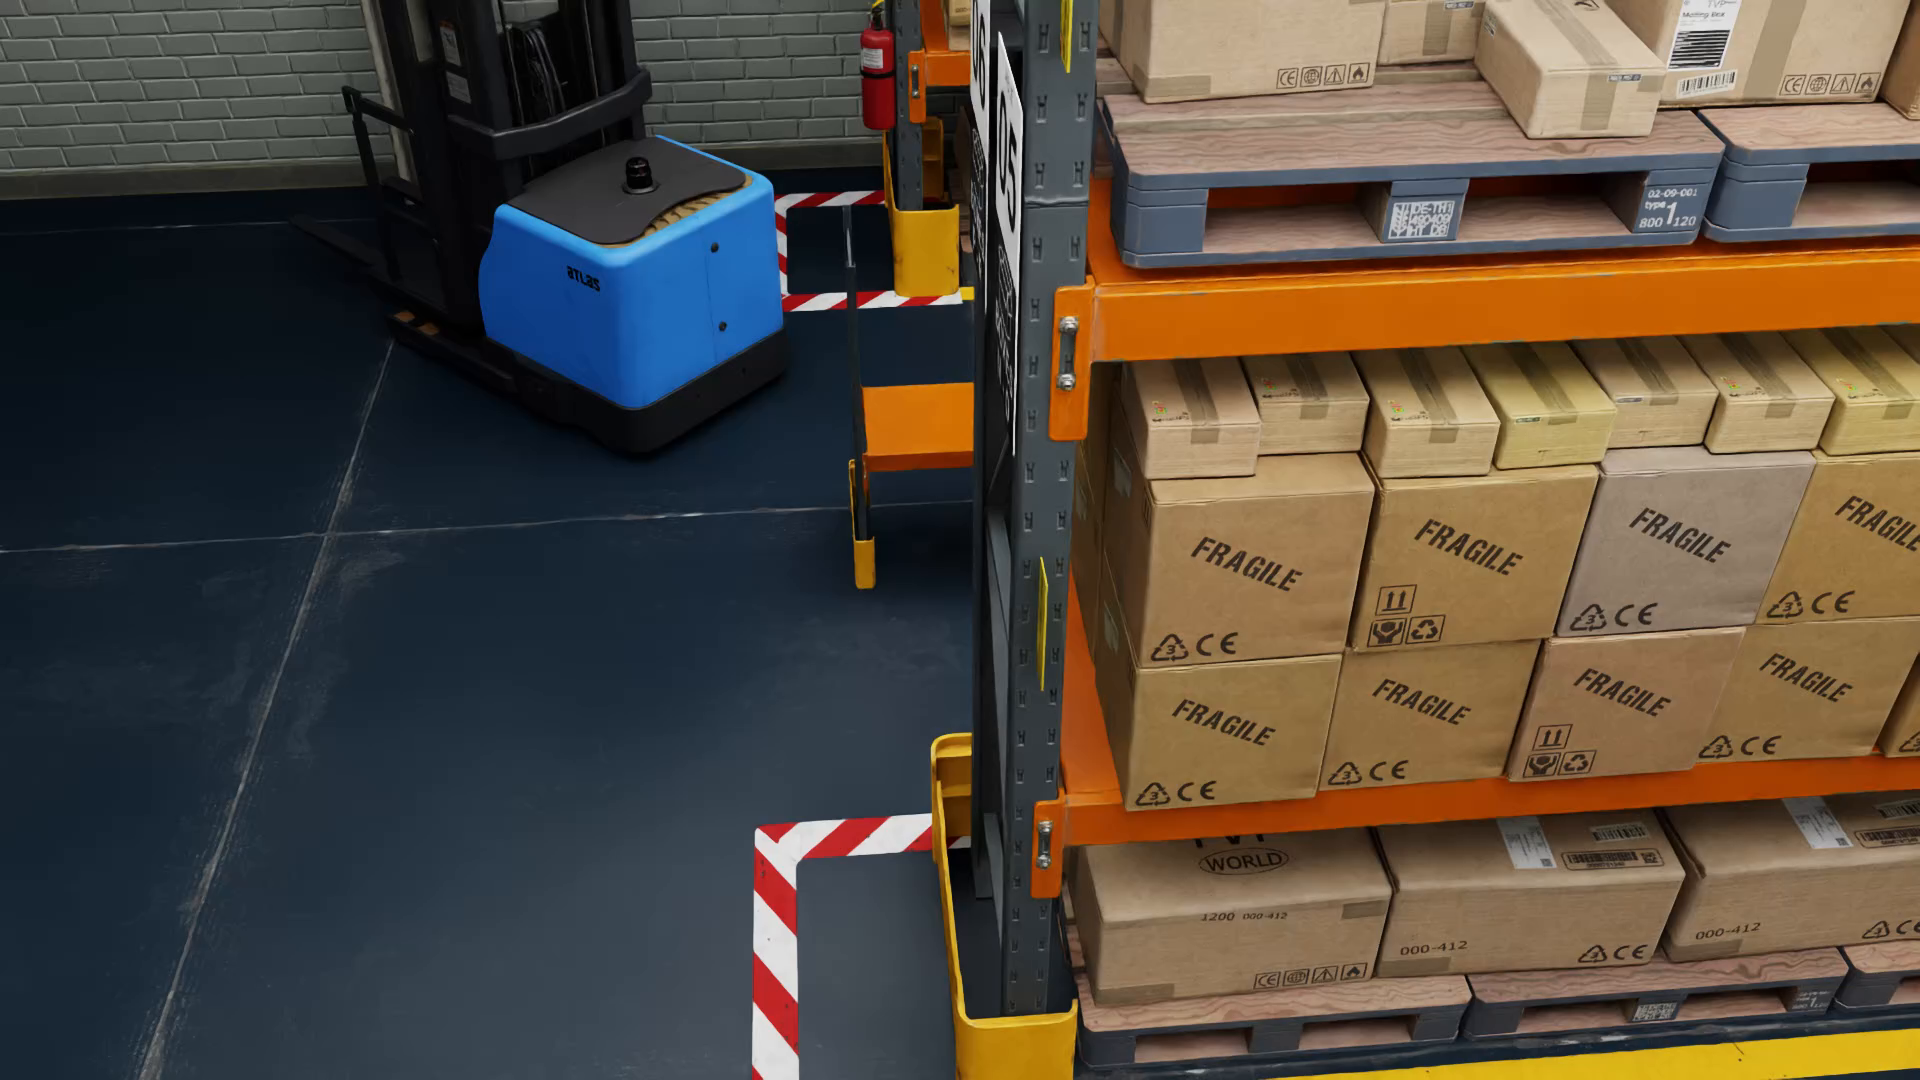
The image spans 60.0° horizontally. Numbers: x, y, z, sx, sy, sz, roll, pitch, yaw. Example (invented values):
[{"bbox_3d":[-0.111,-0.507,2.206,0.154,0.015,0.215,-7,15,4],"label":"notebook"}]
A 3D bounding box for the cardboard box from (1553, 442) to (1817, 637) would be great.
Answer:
[{"bbox_3d":[1.674,-0.124,4.097,0.500,0.500,0.500,-3,38,-4],"label":"cardboard box"}]

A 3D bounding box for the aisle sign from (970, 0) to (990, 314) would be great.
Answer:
[{"bbox_3d":[0.045,-0.984,3.976,0.004,0.787,0.394,-3,38,-4],"label":"aisle sign"}]

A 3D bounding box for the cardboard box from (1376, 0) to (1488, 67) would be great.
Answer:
[{"bbox_3d":[0.995,-1.211,3.725,0.250,0.149,0.380,-6,39,-7],"label":"cardboard box"}]

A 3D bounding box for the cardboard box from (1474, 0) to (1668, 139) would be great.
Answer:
[{"bbox_3d":[1.249,-0.977,3.428,0.250,0.149,0.380,-2,38,-2],"label":"cardboard box"}]

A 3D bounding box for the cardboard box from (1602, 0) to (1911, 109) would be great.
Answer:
[{"bbox_3d":[1.640,-1.174,3.547,0.500,0.311,0.500,-2,38,-3],"label":"cardboard box"}]

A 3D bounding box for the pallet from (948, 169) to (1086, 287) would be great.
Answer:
[{"bbox_3d":[0.571,-1.792,9.351,1.213,0.211,1.003,-3,38,-4],"label":"pallet"}]

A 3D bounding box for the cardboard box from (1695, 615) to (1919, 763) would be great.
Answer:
[{"bbox_3d":[2.155,0.236,4.448,0.500,0.500,0.500,-2,38,-2],"label":"cardboard box"}]

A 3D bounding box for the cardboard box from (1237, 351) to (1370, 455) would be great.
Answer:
[{"bbox_3d":[0.777,-0.369,3.885,0.250,0.149,0.380,-2,38,-3],"label":"cardboard box"}]

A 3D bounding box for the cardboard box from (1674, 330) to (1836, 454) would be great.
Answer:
[{"bbox_3d":[1.816,-0.373,3.889,0.250,0.149,0.380,-3,38,-4],"label":"cardboard box"}]

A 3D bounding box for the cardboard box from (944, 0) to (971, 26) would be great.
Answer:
[{"bbox_3d":[0.177,-2.755,8.201,0.500,0.250,0.500,-3,38,-4],"label":"cardboard box"}]

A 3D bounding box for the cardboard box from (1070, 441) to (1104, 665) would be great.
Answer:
[{"bbox_3d":[0.601,-0.005,4.754,0.500,0.500,0.500,-3,38,-4],"label":"cardboard box"}]

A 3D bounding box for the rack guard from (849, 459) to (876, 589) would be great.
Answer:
[{"bbox_3d":[-0.420,-0.075,7.143,0.087,0.250,0.587,-3,38,-4],"label":"rack guard"}]

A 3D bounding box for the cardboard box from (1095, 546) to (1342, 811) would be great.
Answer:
[{"bbox_3d":[0.648,0.336,4.322,0.500,0.500,0.500,-3,38,-4],"label":"cardboard box"}]

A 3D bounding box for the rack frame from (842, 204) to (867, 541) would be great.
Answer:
[{"bbox_3d":[-0.421,-0.566,6.756,0.032,1.500,0.500,-3,38,-4],"label":"rack frame"}]

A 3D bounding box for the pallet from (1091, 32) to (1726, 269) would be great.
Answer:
[{"bbox_3d":[0.882,-0.966,3.702,1.213,0.211,1.003,-3,38,-4],"label":"pallet"}]

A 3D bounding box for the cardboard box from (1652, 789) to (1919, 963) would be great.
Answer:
[{"bbox_3d":[2.602,0.864,5.463,0.875,0.438,0.875,-4,38,-5],"label":"cardboard box"}]

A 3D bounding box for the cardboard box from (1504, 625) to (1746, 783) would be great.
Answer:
[{"bbox_3d":[1.658,0.274,4.400,0.500,0.500,0.500,-3,38,-4],"label":"cardboard box"}]

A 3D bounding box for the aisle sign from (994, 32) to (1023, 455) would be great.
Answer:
[{"bbox_3d":[0.098,-0.613,3.507,0.004,0.787,0.394,-3,38,-4],"label":"aisle sign"}]

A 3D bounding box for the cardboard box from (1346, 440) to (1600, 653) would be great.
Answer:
[{"bbox_3d":[1.162,-0.091,4.056,0.500,0.500,0.500,-4,38,-5],"label":"cardboard box"}]

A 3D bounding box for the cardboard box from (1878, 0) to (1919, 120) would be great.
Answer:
[{"bbox_3d":[2.166,-1.215,3.446,0.500,0.500,0.500,-3,38,-3],"label":"cardboard box"}]

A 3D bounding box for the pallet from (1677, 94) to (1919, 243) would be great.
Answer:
[{"bbox_3d":[2.100,-1.035,3.790,1.213,0.211,1.003,-3,38,-4],"label":"pallet"}]

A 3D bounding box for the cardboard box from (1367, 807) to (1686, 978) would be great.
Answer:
[{"bbox_3d":[1.704,0.912,5.402,0.875,0.438,0.875,-2,38,-3],"label":"cardboard box"}]

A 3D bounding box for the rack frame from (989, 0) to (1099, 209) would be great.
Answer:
[{"bbox_3d":[0.144,-2.131,2.686,0.127,3.000,1.000,-3,38,-4],"label":"rack frame"}]

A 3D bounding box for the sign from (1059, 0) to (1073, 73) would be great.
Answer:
[{"bbox_3d":[0.188,-0.985,2.885,0.005,0.325,0.100,-3,38,-4],"label":"sign"}]

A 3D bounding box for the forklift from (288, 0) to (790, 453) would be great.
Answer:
[{"bbox_3d":[-2.305,-2.309,7.810,3.031,2.935,1.130,27,45,30],"label":"forklift"}]

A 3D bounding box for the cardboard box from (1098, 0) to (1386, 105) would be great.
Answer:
[{"bbox_3d":[0.585,-1.179,3.602,0.500,0.250,0.500,-6,39,-8],"label":"cardboard box"}]

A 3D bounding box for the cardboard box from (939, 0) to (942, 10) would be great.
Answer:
[{"bbox_3d":[0.007,-2.923,8.736,0.250,0.149,0.380,-4,38,-4],"label":"cardboard box"}]

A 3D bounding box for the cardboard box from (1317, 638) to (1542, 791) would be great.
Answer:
[{"bbox_3d":[1.149,0.291,4.379,0.500,0.500,0.500,-4,38,-5],"label":"cardboard box"}]

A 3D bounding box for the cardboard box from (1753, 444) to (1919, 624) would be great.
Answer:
[{"bbox_3d":[2.171,-0.152,4.133,0.500,0.500,0.500,-3,38,-4],"label":"cardboard box"}]

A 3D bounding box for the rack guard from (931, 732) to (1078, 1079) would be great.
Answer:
[{"bbox_3d":[0.120,1.207,5.317,0.348,0.500,1.175,-3,38,-4],"label":"rack guard"}]

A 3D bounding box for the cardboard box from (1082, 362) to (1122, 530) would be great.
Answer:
[{"bbox_3d":[0.604,-0.381,4.423,0.500,0.500,0.500,-2,38,-2],"label":"cardboard box"}]

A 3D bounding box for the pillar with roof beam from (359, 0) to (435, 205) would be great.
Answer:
[{"bbox_3d":[-2.683,-2.945,3.718,0.400,9.000,9.100,-3,38,-4],"label":"pillar with roof beam"}]

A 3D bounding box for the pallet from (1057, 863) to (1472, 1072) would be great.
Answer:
[{"bbox_3d":[0.934,1.227,5.525,1.213,0.211,1.003,-3,38,-4],"label":"pallet"}]

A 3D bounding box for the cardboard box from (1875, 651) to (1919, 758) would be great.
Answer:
[{"bbox_3d":[2.678,0.217,4.473,0.500,0.500,0.500,-4,38,-5],"label":"cardboard box"}]

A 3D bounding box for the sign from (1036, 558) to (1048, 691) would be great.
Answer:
[{"bbox_3d":[0.188,0.196,3.817,0.005,0.325,0.100,-3,38,-4],"label":"sign"}]

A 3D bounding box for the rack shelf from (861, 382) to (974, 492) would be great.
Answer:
[{"bbox_3d":[0.085,-0.452,6.903,1.000,0.185,0.538,-3,38,-4],"label":"rack shelf"}]

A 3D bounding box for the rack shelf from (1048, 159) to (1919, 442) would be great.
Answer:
[{"bbox_3d":[2.137,-0.781,3.977,4.000,0.370,1.077,-3,38,-4],"label":"rack shelf"}]

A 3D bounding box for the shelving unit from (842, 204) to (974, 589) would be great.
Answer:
[{"bbox_3d":[0.076,-0.593,6.791,1.083,1.500,0.587,-3,38,-4],"label":"shelving unit"}]

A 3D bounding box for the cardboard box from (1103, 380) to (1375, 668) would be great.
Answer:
[{"bbox_3d":[0.648,-0.058,4.014,0.500,0.500,0.500,-4,38,-5],"label":"cardboard box"}]

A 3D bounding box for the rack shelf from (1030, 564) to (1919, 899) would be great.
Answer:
[{"bbox_3d":[2.137,0.397,4.906,4.000,0.370,1.077,-3,38,-4],"label":"rack shelf"}]

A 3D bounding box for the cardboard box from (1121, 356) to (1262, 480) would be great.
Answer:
[{"bbox_3d":[0.523,-0.311,3.811,0.250,0.149,0.380,-2,38,-3],"label":"cardboard box"}]

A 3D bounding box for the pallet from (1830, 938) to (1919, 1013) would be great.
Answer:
[{"bbox_3d":[3.364,1.093,5.694,1.213,0.211,1.003,-3,38,-4],"label":"pallet"}]

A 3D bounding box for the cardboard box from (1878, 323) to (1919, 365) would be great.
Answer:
[{"bbox_3d":[2.328,-0.414,3.942,0.250,0.149,0.380,-3,38,-4],"label":"cardboard box"}]

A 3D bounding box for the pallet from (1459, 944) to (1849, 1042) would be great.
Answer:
[{"bbox_3d":[2.146,1.162,5.607,1.213,0.211,1.003,-3,38,-4],"label":"pallet"}]

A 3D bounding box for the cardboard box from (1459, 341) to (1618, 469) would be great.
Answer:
[{"bbox_3d":[1.307,-0.338,3.845,0.250,0.149,0.380,-4,38,-5],"label":"cardboard box"}]

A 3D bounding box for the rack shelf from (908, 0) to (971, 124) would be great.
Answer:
[{"bbox_3d":[1.693,-2.665,8.787,4.000,0.370,1.077,-3,38,-4],"label":"rack shelf"}]

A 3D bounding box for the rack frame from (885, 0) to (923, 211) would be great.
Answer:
[{"bbox_3d":[-0.299,-2.838,8.425,0.127,3.000,1.000,-3,38,-4],"label":"rack frame"}]

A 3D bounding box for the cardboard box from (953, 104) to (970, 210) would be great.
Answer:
[{"bbox_3d":[0.319,-1.998,9.037,0.637,0.503,0.797,-5,39,-6],"label":"cardboard box"}]

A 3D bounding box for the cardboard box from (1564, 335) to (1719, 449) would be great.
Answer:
[{"bbox_3d":[1.564,-0.385,3.905,0.250,0.149,0.380,-3,38,-4],"label":"cardboard box"}]

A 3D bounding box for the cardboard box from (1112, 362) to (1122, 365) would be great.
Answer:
[{"bbox_3d":[0.484,-0.605,4.184,0.250,0.149,0.380,-3,38,-3],"label":"cardboard box"}]

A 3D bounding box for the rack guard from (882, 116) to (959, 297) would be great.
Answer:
[{"bbox_3d":[-0.223,-1.861,9.205,0.348,0.500,1.175,-3,38,-4],"label":"rack guard"}]

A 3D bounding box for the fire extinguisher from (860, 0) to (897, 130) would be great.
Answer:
[{"bbox_3d":[-0.405,-2.368,8.193,0.183,0.674,0.296,-3,38,-4],"label":"fire extinguisher"}]

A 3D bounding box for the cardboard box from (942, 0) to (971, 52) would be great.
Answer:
[{"bbox_3d":[0.053,-2.588,8.311,0.250,0.149,0.380,-3,38,-4],"label":"cardboard box"}]

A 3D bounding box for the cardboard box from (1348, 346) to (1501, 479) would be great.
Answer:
[{"bbox_3d":[1.046,-0.313,3.813,0.250,0.149,0.380,-2,38,-3],"label":"cardboard box"}]

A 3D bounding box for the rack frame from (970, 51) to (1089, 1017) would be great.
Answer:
[{"bbox_3d":[0.144,0.224,4.544,0.127,3.000,1.000,-3,38,-4],"label":"rack frame"}]

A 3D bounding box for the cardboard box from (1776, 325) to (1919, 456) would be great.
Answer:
[{"bbox_3d":[2.071,-0.370,3.886,0.250,0.149,0.380,-4,38,-5],"label":"cardboard box"}]

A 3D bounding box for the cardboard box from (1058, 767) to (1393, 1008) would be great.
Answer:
[{"bbox_3d":[0.793,0.967,5.332,0.875,0.438,0.875,-4,38,-6],"label":"cardboard box"}]
